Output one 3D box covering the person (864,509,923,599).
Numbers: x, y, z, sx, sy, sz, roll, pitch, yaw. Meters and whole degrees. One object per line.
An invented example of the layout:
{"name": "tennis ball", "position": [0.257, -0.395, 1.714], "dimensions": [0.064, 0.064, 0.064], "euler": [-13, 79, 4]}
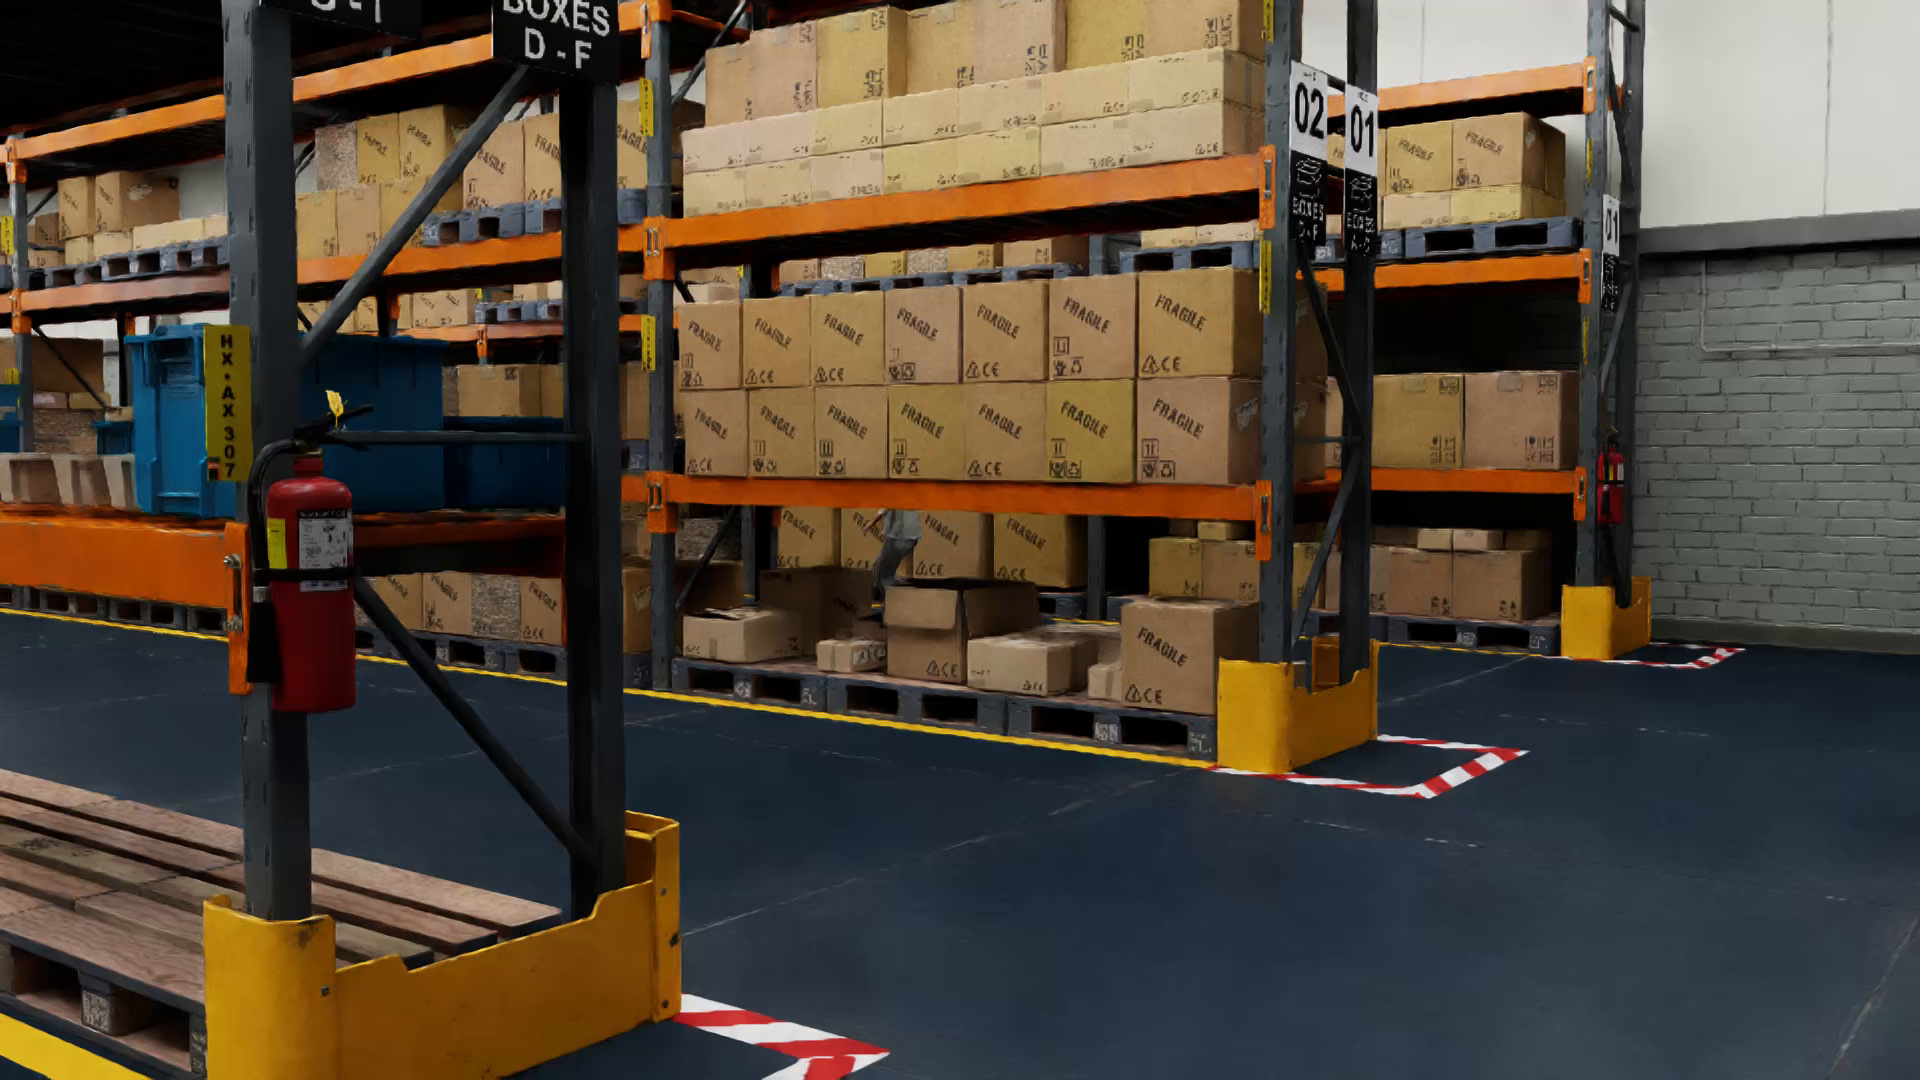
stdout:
{"name": "person", "position": [-0.499, -0.022, 12.542], "dimensions": [0.439, 1.567, 0.585], "euler": [1, 3, 13]}
